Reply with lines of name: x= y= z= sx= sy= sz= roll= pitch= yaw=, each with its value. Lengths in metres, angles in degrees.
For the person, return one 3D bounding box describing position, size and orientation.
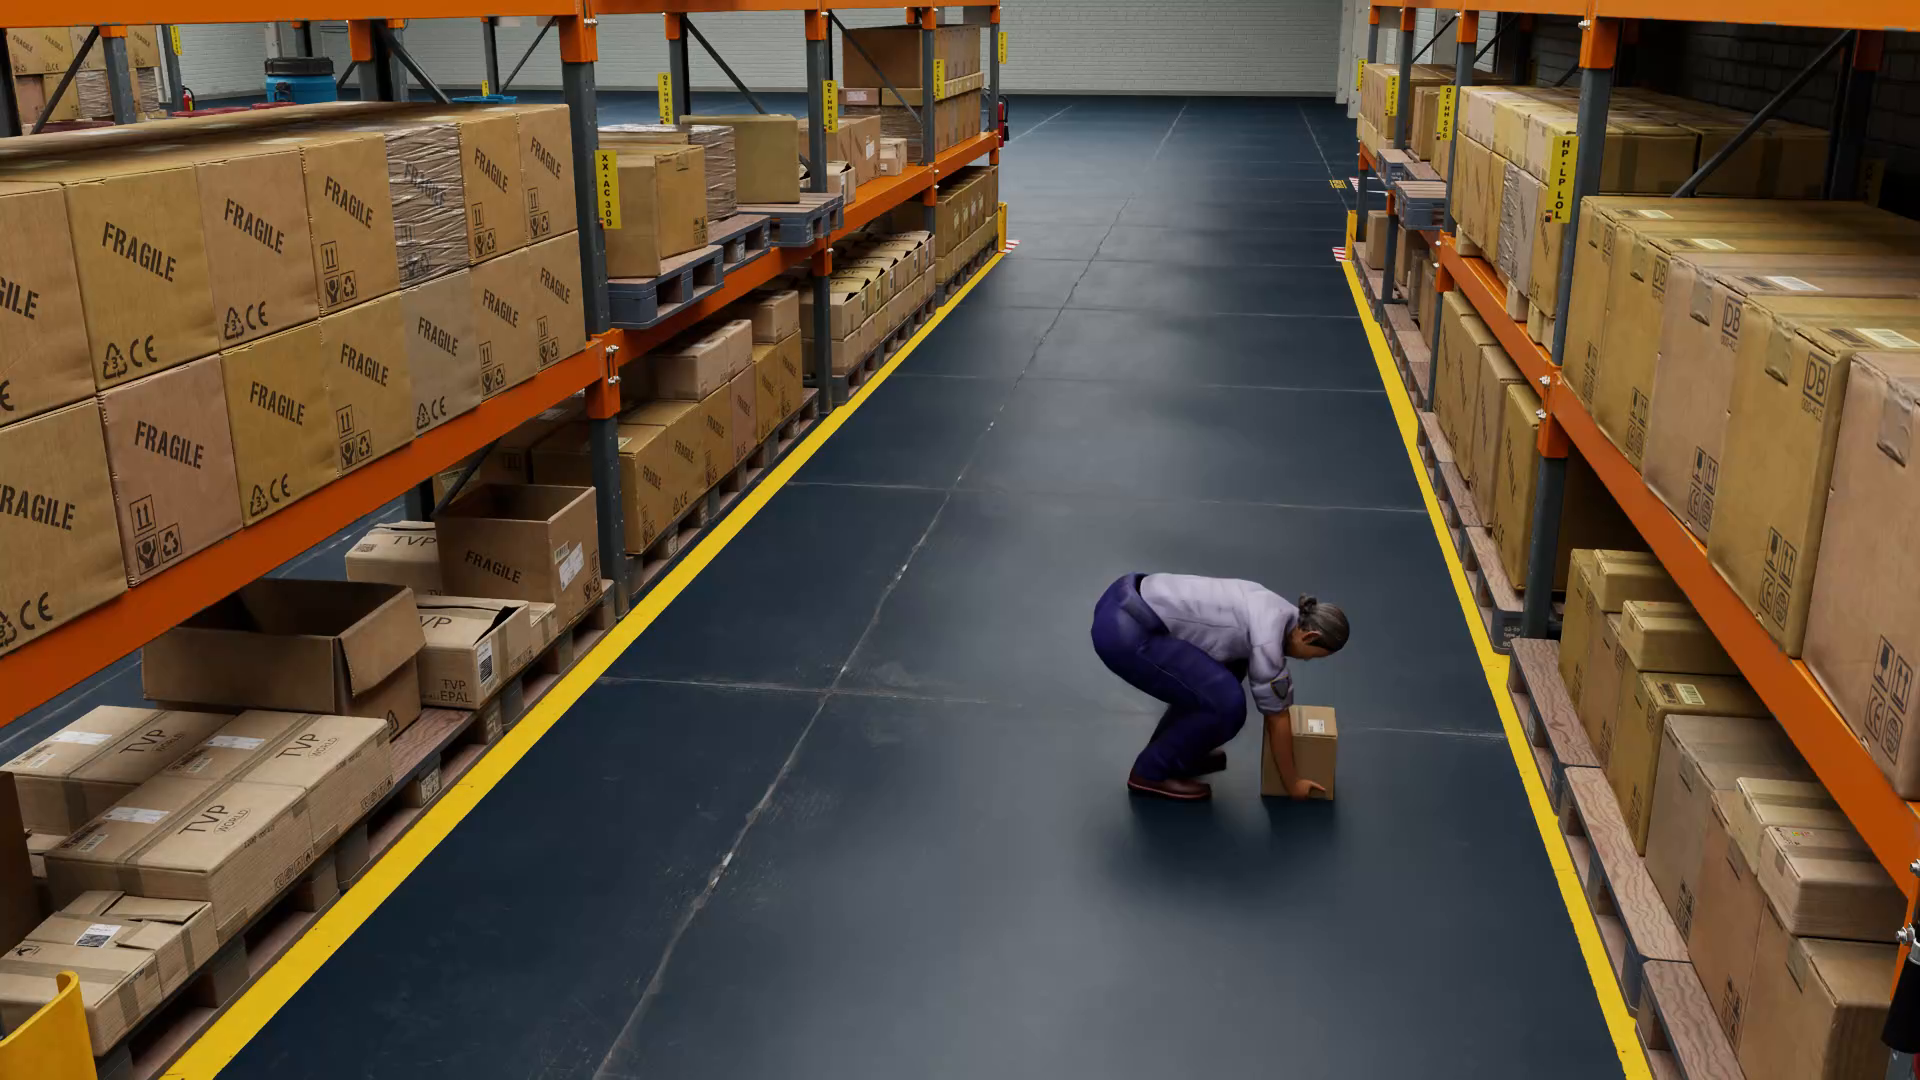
person: x=0.919 y=0.512 z=5.944 sx=0.905 sy=0.784 sz=0.509 roll=2 pitch=18 yaw=7
